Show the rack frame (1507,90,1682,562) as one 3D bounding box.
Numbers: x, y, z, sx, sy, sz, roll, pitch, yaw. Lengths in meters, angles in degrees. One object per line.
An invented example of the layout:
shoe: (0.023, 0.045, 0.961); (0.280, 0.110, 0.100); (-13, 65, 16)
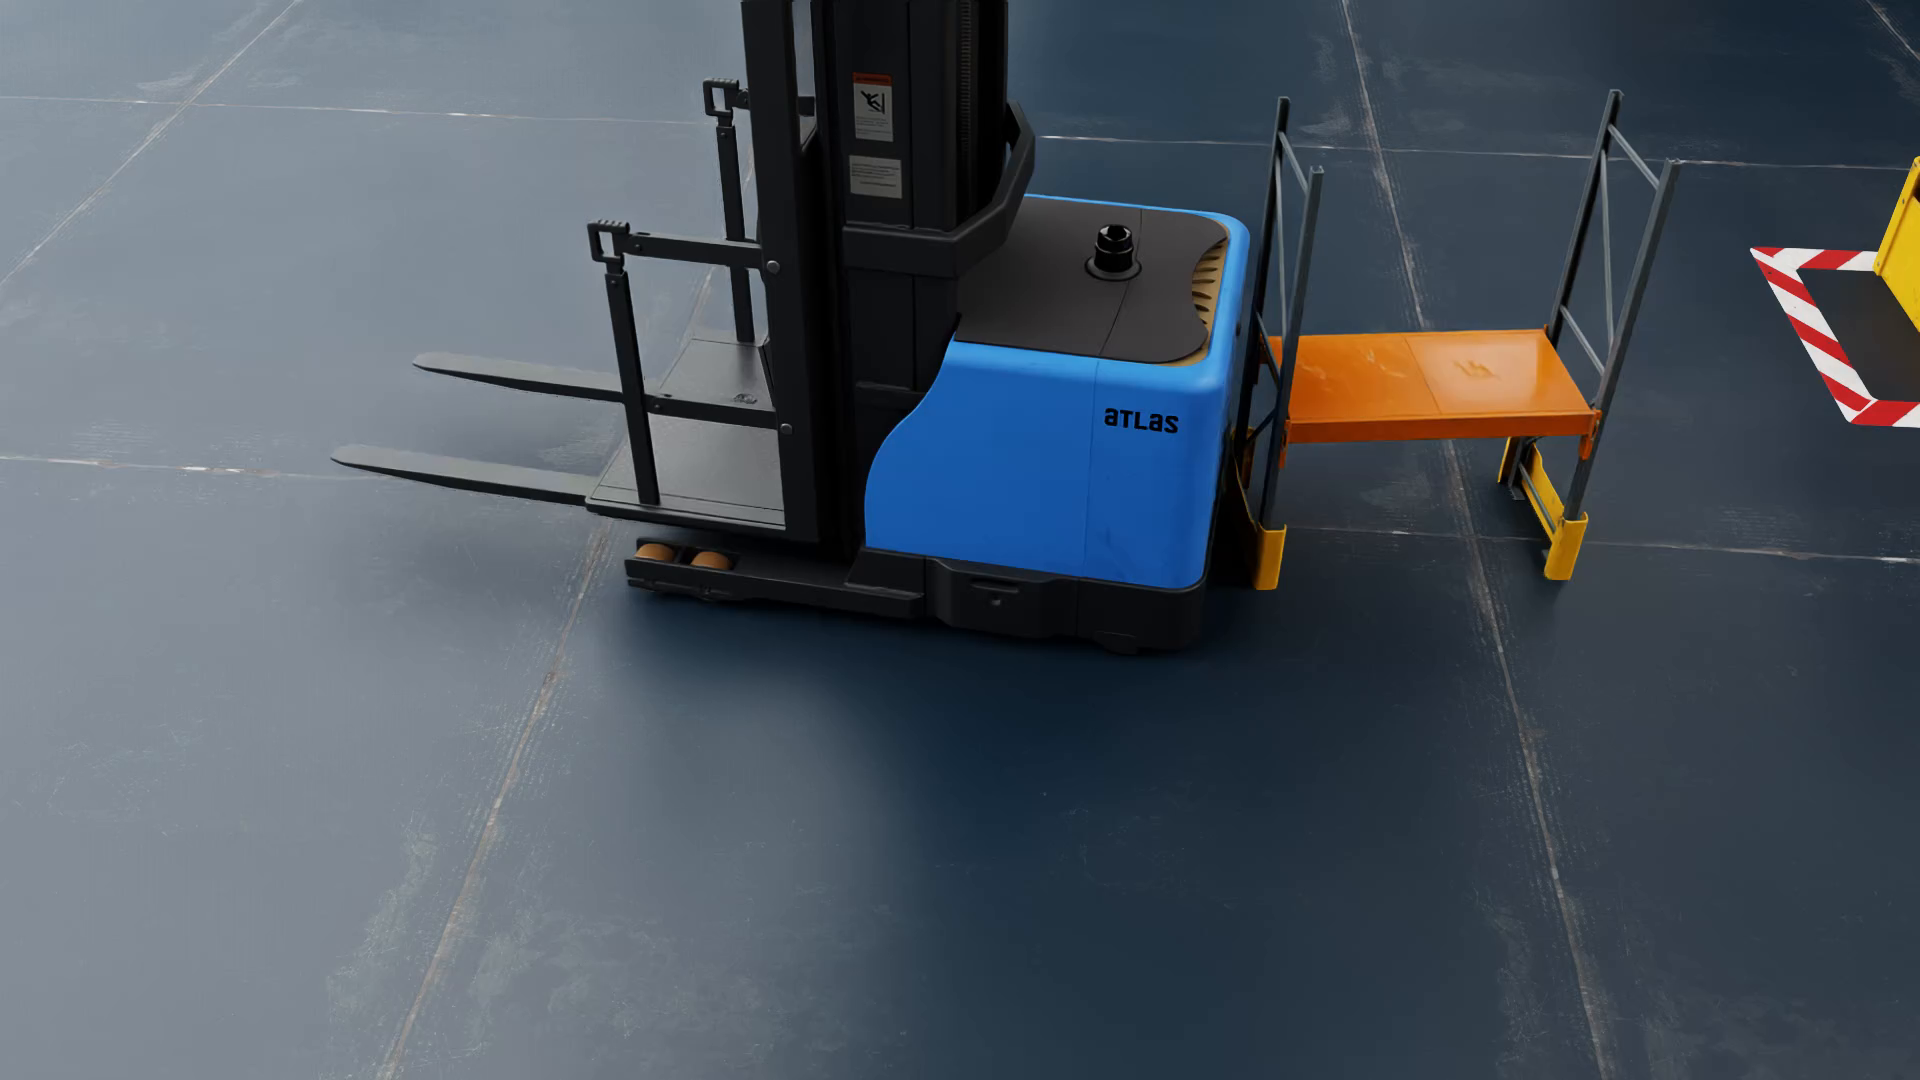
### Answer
rack frame: (2.003, -0.630, 5.336); (0.032, 1.500, 0.500); (-2, 39, -2)

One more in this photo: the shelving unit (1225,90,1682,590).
shelving unit: (1.504, -0.615, 5.317); (1.083, 1.500, 0.587); (-2, 39, -2)

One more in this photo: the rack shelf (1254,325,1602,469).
rack shelf: (1.495, -0.475, 5.430); (1.000, 0.185, 0.538); (-2, 39, -2)

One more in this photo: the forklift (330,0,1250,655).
forklift: (-0.630, -1.250, 4.964); (3.031, 2.935, 1.130); (8, 40, 10)

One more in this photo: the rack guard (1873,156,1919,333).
rack guard: (4.076, -1.031, 6.621); (0.348, 0.500, 1.175); (3, 39, 4)

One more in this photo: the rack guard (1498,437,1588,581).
rack guard: (2.001, -0.146, 5.731); (0.087, 0.250, 0.587); (-2, 39, -2)

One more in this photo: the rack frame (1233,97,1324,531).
rack frame: (0.987, -0.599, 5.297); (0.032, 1.500, 0.500); (-2, 39, -2)

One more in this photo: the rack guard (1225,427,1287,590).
rack guard: (1.006, -0.115, 5.693); (0.087, 0.250, 0.587); (-2, 39, -2)
